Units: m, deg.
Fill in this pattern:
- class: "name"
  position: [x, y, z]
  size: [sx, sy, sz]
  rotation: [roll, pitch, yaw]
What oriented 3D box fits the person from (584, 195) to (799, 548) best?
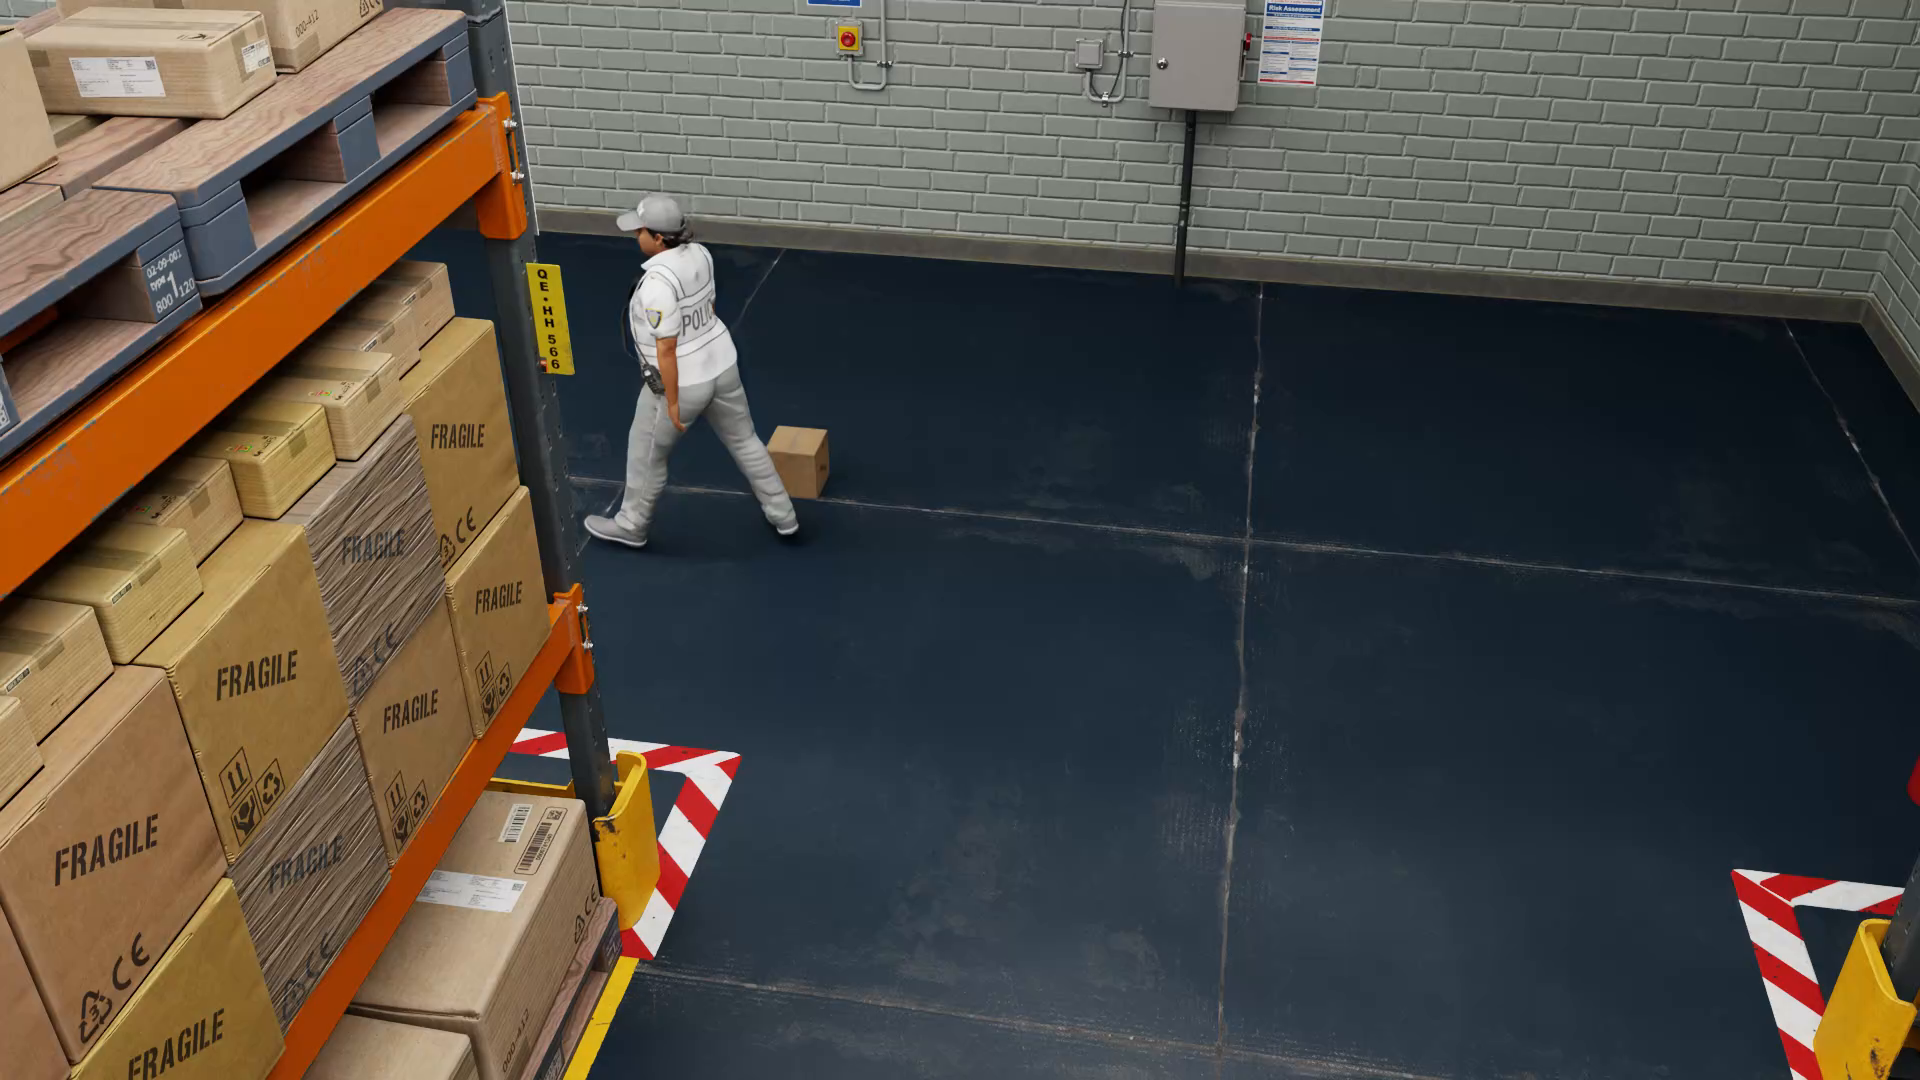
- class: "person"
  position: [-1.203, -0.719, 7.265]
  size: [0.892, 1.621, 0.633]
  rotation: [15, 36, 22]
